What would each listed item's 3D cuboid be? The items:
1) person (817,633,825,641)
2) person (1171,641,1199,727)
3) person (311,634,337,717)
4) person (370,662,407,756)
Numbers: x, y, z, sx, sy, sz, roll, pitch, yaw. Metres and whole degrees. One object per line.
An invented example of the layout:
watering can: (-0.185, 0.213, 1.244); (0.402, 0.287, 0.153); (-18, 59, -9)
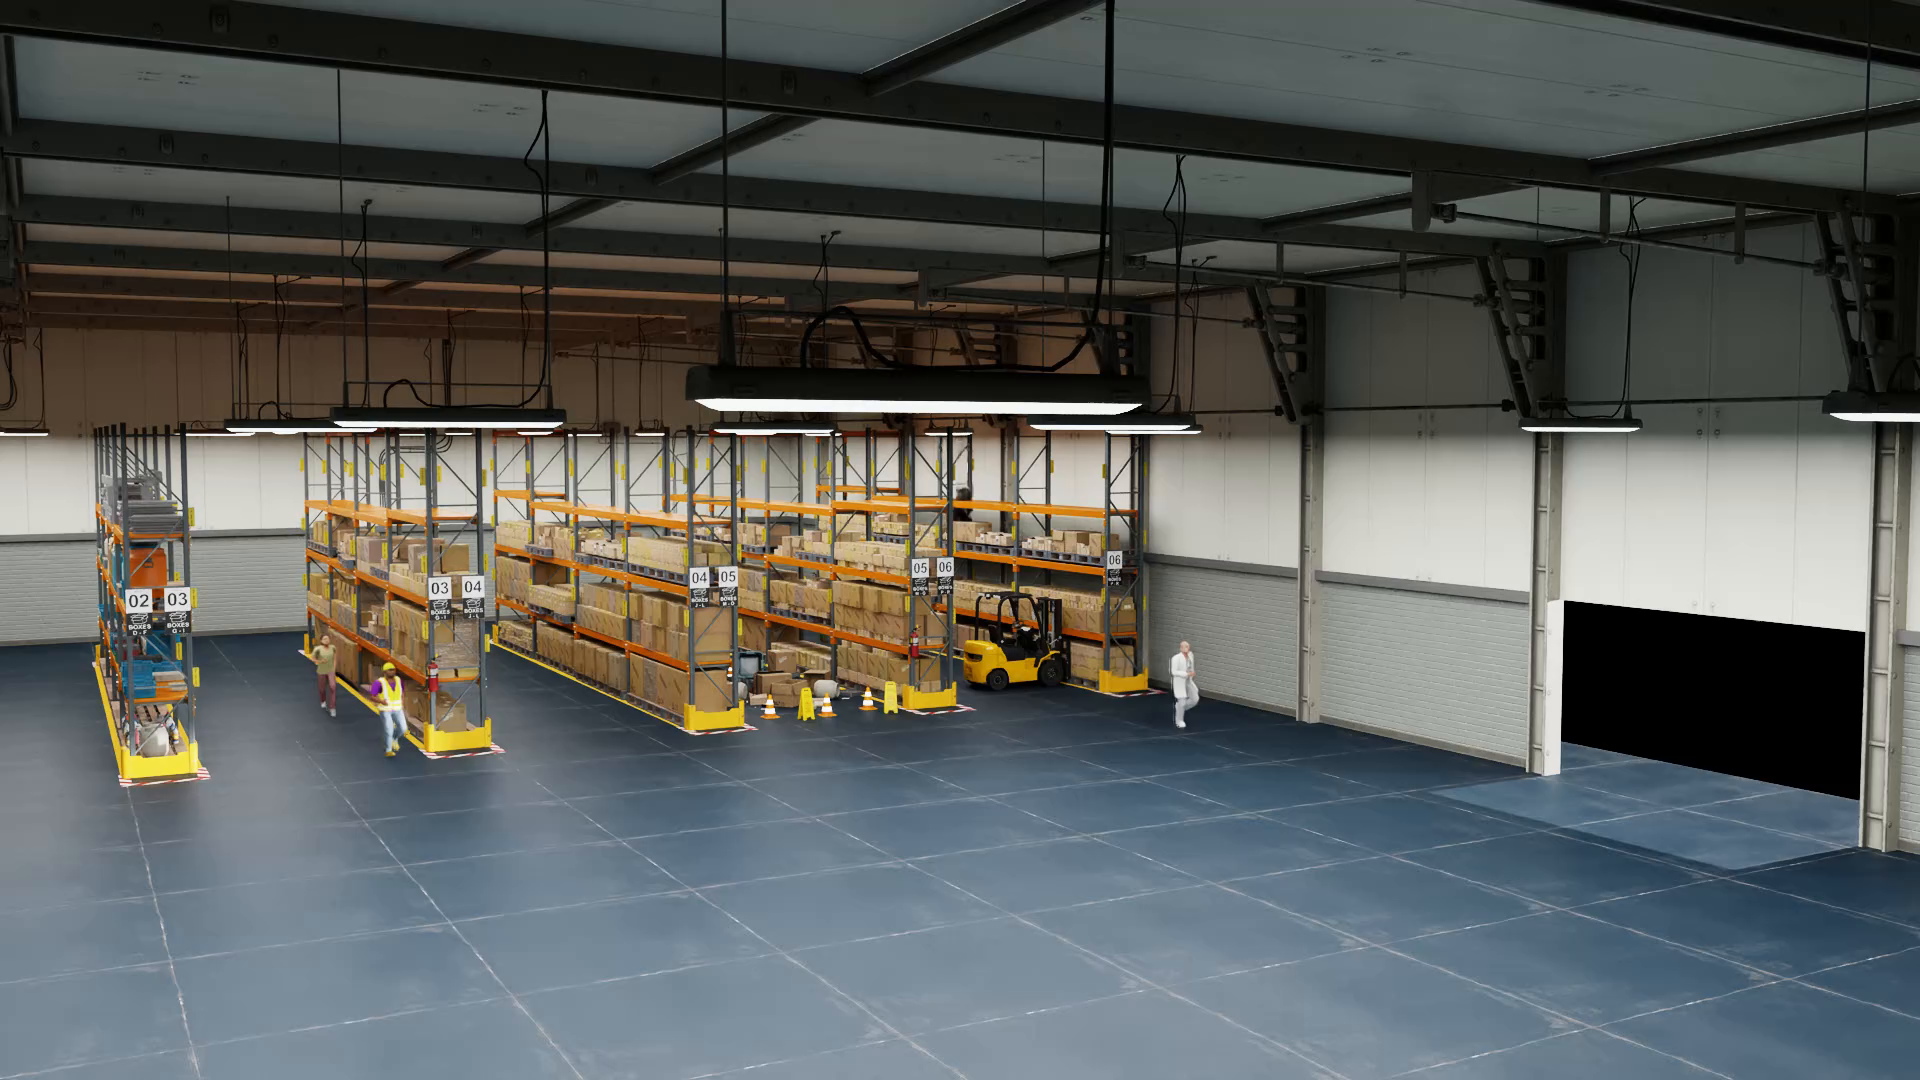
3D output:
person: (-4.030, 1.981, 47.059); (0.646, 1.792, 0.718); (-3, 5, -43)
person: (4.474, 2.862, 32.895); (0.761, 1.728, 0.724); (-2, 4, -34)
person: (-13.255, 2.801, 34.679); (0.544, 1.709, 1.009); (-2, 4, -27)
person: (-10.216, 3.057, 29.866); (0.684, 1.721, 0.565); (-3, 5, -44)
